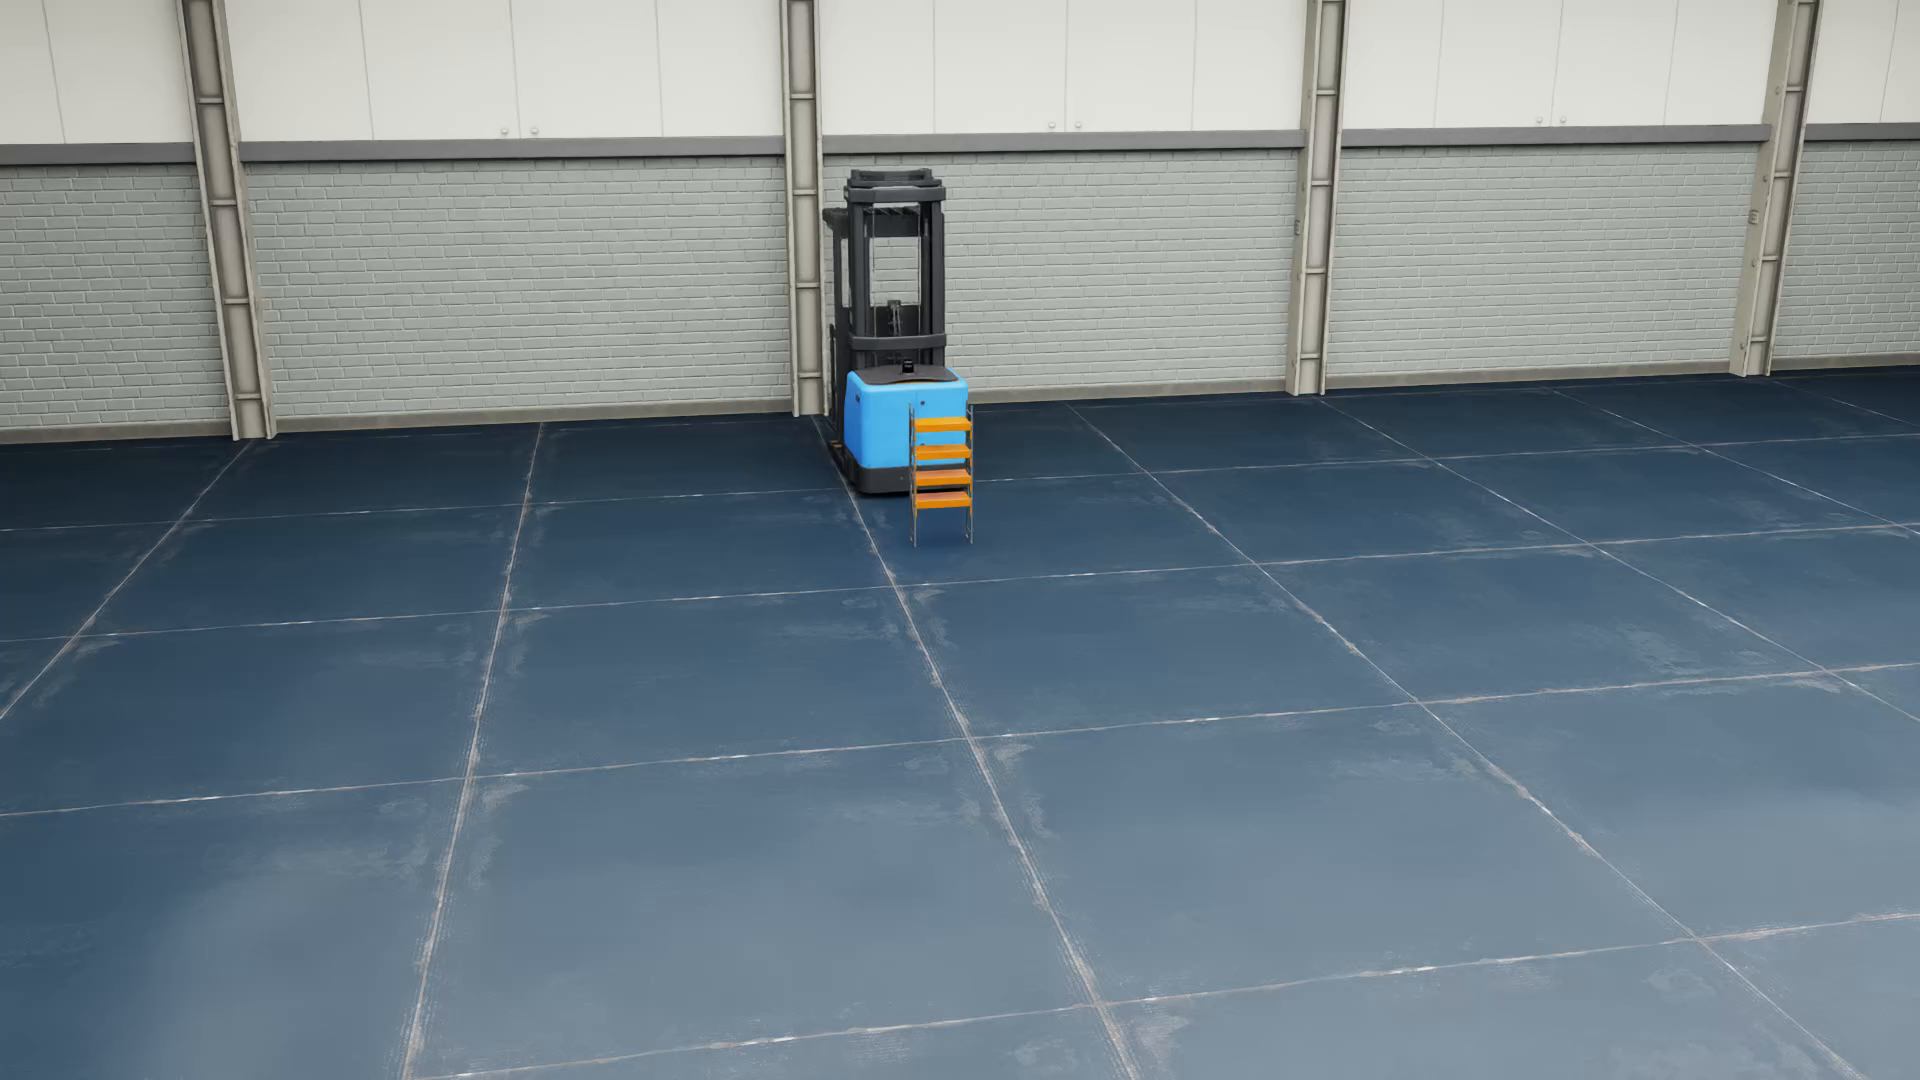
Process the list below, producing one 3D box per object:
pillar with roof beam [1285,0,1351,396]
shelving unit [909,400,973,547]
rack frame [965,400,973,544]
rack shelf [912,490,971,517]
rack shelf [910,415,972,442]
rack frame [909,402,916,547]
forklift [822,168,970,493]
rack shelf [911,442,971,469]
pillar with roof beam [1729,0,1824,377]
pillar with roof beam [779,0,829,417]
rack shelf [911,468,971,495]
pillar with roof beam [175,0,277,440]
[{"bbox_3d":[4.989,-4.850,14.776,0.400,9.000,9.100,-3,17,-10],"label":"pillar with roof beam"},{"bbox_3d":[-0.163,-0.564,14.106,0.503,1.200,0.258,-3,17,-10],"label":"shelving unit"},{"bbox_3d":[0.077,-0.578,14.150,0.015,1.200,0.240,-3,17,-10],"label":"rack frame"},{"bbox_3d":[-0.163,-0.310,14.184,0.480,0.148,0.258,-3,17,-10],"label":"rack shelf"},{"bbox_3d":[-0.163,-0.940,13.990,0.480,0.148,0.258,-3,17,-10],"label":"rack shelf"},{"bbox_3d":[-0.402,-0.551,14.061,0.015,1.200,0.240,-3,17,-10],"label":"rack frame"},{"bbox_3d":[-0.746,-2.228,16.574,1.130,2.935,3.031,-4,18,-13],"label":"forklift"},{"bbox_3d":[-0.163,-0.714,14.060,0.480,0.148,0.258,-3,17,-10],"label":"rack shelf"},{"bbox_3d":[10.880,-5.184,15.864,0.400,9.000,9.100,-3,17,-10],"label":"pillar with roof beam"},{"bbox_3d":[-0.902,-4.516,13.687,0.400,9.000,9.100,-3,17,-10],"label":"pillar with roof beam"},{"bbox_3d":[-0.163,-0.500,14.125,0.480,0.148,0.258,-3,17,-10],"label":"rack shelf"},{"bbox_3d":[-6.793,-4.182,12.599,0.400,9.000,9.100,-3,17,-10],"label":"pillar with roof beam"}]
